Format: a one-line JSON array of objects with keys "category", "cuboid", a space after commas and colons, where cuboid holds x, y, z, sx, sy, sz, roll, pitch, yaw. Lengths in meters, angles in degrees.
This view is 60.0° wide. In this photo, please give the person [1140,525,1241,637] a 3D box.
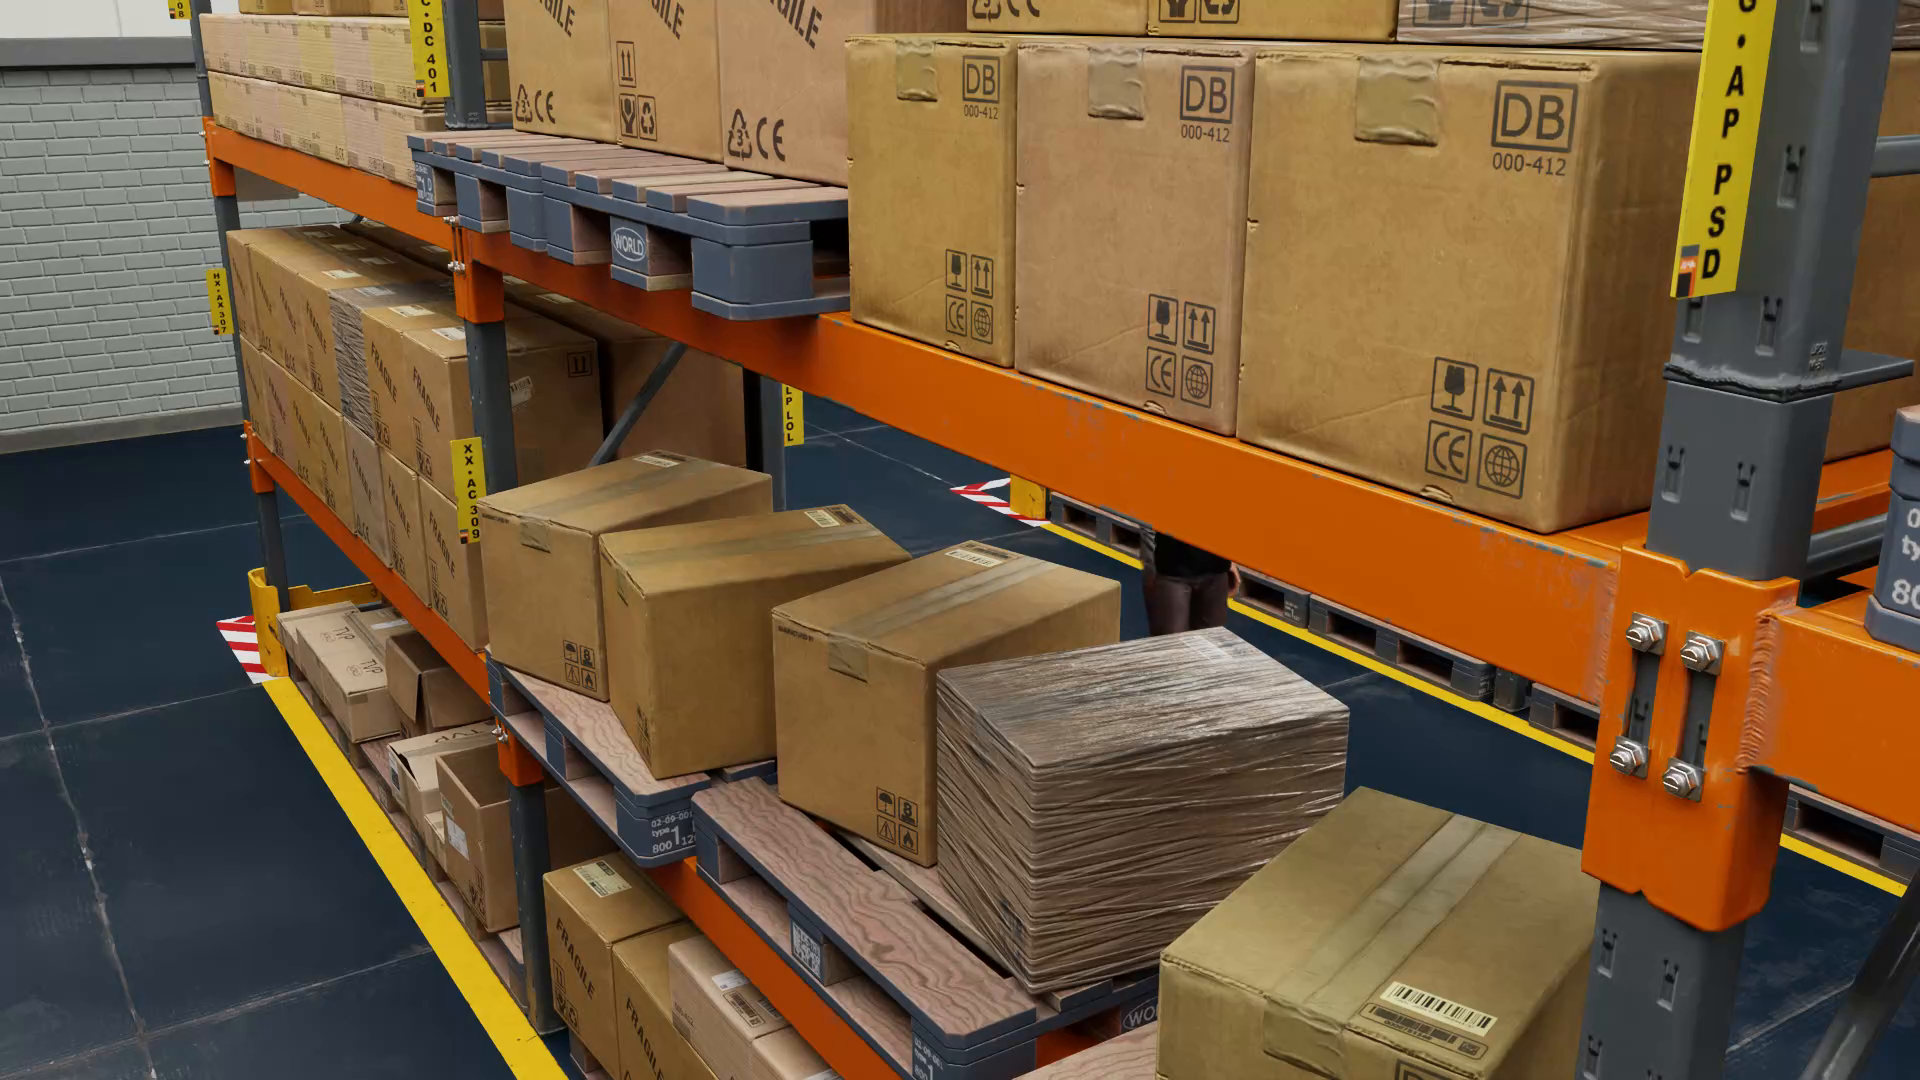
[{"category": "person", "cuboid": [1.052, 0.154, 7.645, 0.534, 1.717, 0.356, -11, 21, -30]}]
